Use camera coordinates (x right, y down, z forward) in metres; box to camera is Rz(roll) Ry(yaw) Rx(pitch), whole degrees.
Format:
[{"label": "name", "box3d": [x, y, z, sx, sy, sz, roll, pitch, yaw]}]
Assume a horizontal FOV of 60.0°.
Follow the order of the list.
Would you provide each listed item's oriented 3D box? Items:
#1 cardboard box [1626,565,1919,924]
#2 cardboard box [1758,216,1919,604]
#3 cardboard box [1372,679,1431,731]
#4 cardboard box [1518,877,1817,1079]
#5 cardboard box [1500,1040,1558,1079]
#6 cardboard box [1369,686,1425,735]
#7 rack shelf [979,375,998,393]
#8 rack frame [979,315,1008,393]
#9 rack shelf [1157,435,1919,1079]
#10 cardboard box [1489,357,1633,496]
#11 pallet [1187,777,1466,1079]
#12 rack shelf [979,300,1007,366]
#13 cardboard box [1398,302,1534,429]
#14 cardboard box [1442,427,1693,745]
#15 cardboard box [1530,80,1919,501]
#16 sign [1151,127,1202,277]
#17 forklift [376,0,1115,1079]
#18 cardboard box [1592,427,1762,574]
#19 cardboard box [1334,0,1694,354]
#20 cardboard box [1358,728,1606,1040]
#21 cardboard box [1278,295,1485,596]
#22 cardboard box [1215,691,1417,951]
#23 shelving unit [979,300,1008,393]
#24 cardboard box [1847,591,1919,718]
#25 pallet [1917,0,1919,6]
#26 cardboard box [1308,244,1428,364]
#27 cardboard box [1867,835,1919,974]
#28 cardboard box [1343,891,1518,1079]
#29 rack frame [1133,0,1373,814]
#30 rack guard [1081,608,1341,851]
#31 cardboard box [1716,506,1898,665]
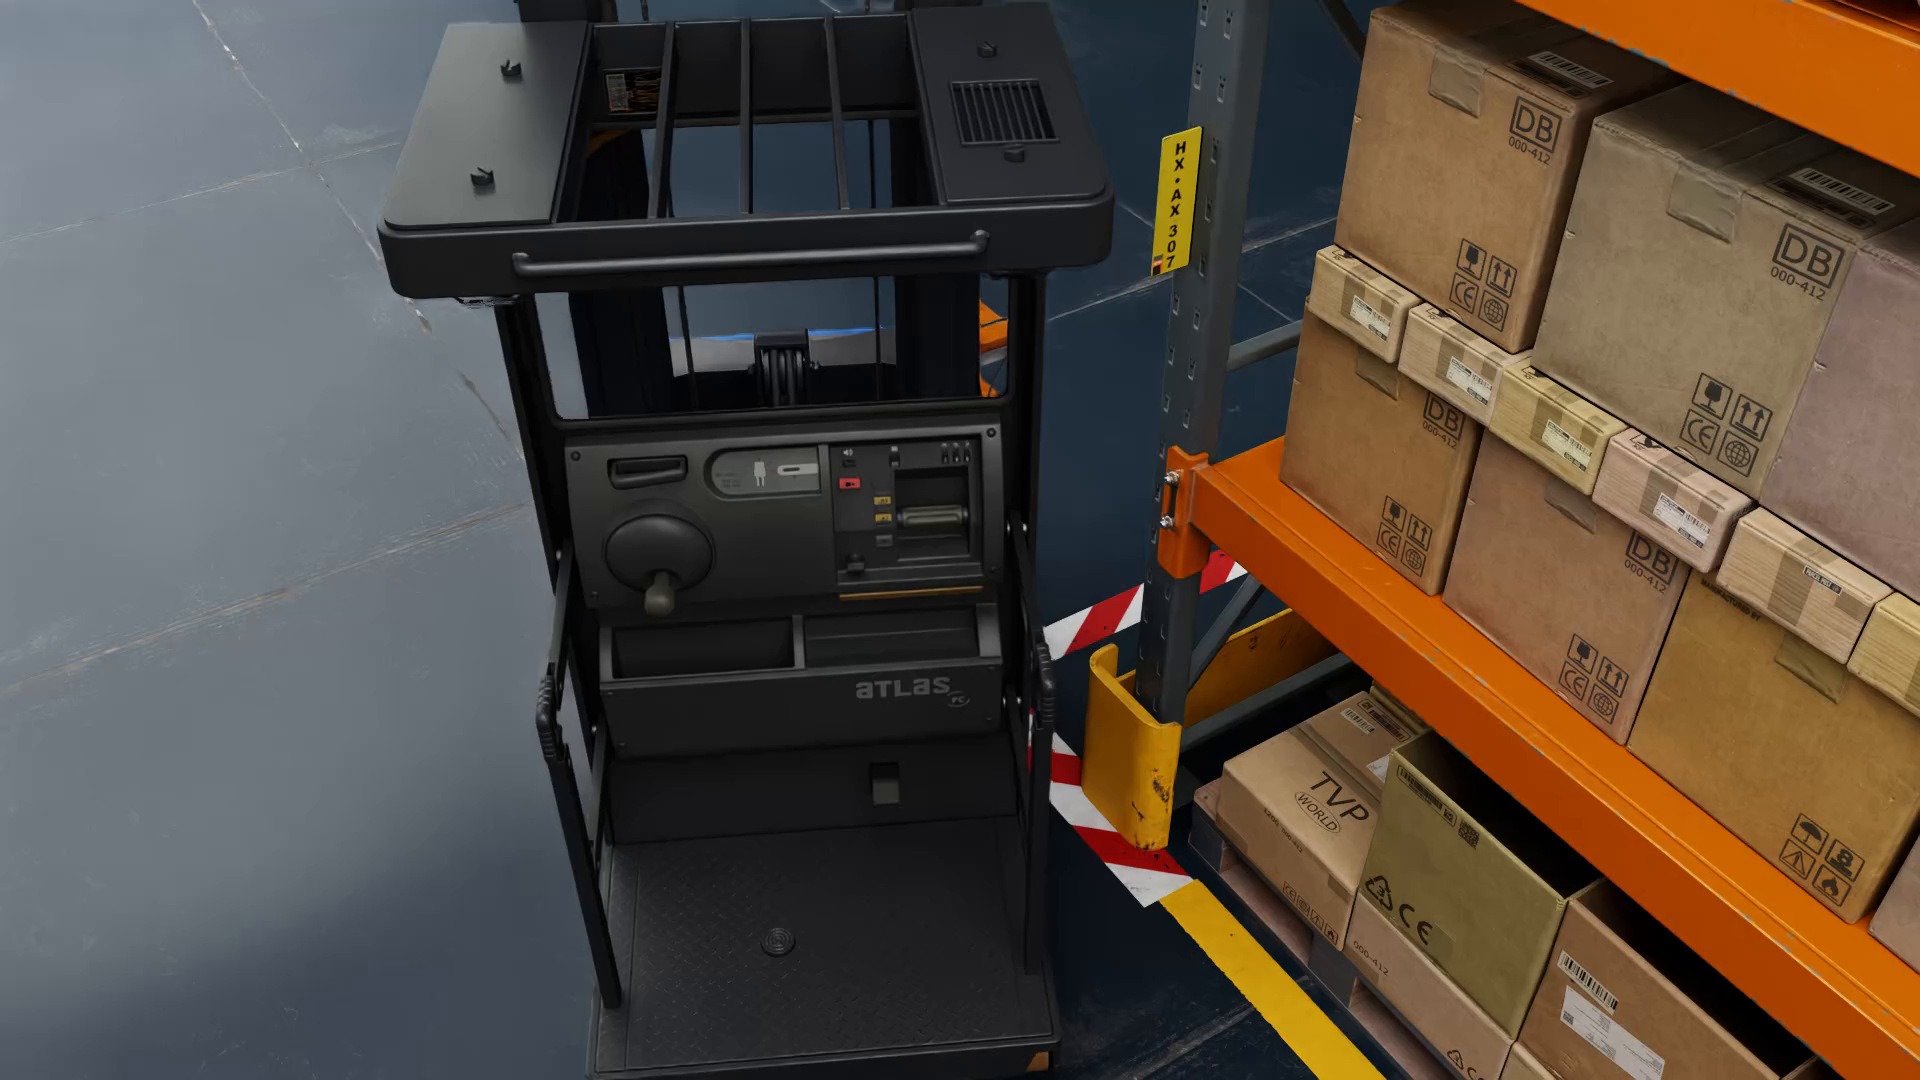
[{"label": "cardboard box", "box3d": [1.717, 0.231, 3.051, 0.700, 0.500, 0.500, -22, 45, -24]}, {"label": "cardboard box", "box3d": [1.756, -0.237, 2.599, 0.700, 0.500, 0.500, -22, 45, -24]}, {"label": "cardboard box", "box3d": [1.468, 0.255, 4.334, 0.500, 0.500, 0.500, -22, 45, -24]}, {"label": "cardboard box", "box3d": [1.579, 0.969, 3.478, 0.500, 0.500, 0.500, -22, 45, -24]}, {"label": "cardboard box", "box3d": [1.570, 1.261, 3.713, 0.500, 0.250, 0.500, -22, 45, -24]}, {"label": "cardboard box", "box3d": [1.466, 0.544, 4.574, 0.500, 0.250, 0.500, -22, 45, -24]}, {"label": "rack shelf", "box3d": [0.029, -0.366, 5.386, 0.215, 0.259, 0.240, -22, 45, -24]}, {"label": "rack frame", "box3d": [0.094, -0.309, 5.300, 0.200, 1.050, 0.008, -22, 45, -24]}, {"label": "rack shelf", "box3d": [2.004, 0.817, 2.988, 1.077, 0.370, 4.000, -22, 45, -24]}, {"label": "cardboard box", "box3d": [1.235, -0.264, 3.138, 0.380, 0.149, 0.250, -22, 45, -24]}, {"label": "pallet", "box3d": [1.375, 0.931, 4.468, 1.003, 0.211, 1.213, -22, 45, -24]}, {"label": "rack shelf", "box3d": [0.029, -0.584, 5.204, 0.215, 0.259, 0.240, -22, 45, -24]}, {"label": "cardboard box", "box3d": [1.102, -0.399, 3.300, 0.380, 0.149, 0.250, -23, 45, -25]}, {"label": "cardboard box", "box3d": [1.455, -0.039, 3.375, 0.700, 0.500, 0.500, -21, 44, -23]}, {"label": "cardboard box", "box3d": [1.485, -0.508, 2.925, 0.700, 0.500, 0.500, -23, 45, -25]}, {"label": "sign", "box3d": [0.457, -0.714, 3.525, 0.100, 0.325, 0.005, -22, 45, -24]}, {"label": "forklift", "box3d": [-0.347, 0.027, 3.427, 1.130, 2.935, 3.031, -4, 40, -4]}, {"label": "cardboard box", "box3d": [1.369, -0.127, 2.974, 0.380, 0.149, 0.250, -23, 45, -25]}, {"label": "cardboard box", "box3d": [1.197, -0.790, 3.264, 0.700, 0.500, 0.500, -22, 45, -24]}, {"label": "cardboard box", "box3d": [1.300, 0.704, 3.796, 0.500, 0.500, 0.500, -22, 45, -24]}, {"label": "cardboard box", "box3d": [1.169, -0.321, 3.713, 0.700, 0.500, 0.500, -22, 45, -24]}, {"label": "cardboard box", "box3d": [1.029, 0.723, 4.360, 0.500, 0.250, 0.500, -22, 45, -24]}, {"label": "shelving unit", "box3d": [0.029, -0.374, 5.379, 0.215, 1.050, 0.252, -22, 45, -24]}, {"label": "cardboard box", "box3d": [1.652, 0.154, 2.637, 0.380, 0.149, 0.250, -23, 45, -25]}, {"label": "pallet", "box3d": [1.947, -0.607, 1.861, 1.003, 0.211, 1.213, -22, 45, -24]}, {"label": "cardboard box", "box3d": [0.958, -0.540, 3.470, 0.380, 0.149, 0.250, -23, 45, -25]}, {"label": "cardboard box", "box3d": [2.004, 0.514, 2.712, 0.700, 0.500, 0.500, -21, 44, -23]}, {"label": "cardboard box", "box3d": [1.301, 0.991, 4.037, 0.500, 0.250, 0.500, -22, 45, -24]}, {"label": "rack frame", "box3d": [0.929, -0.539, 4.053, 1.000, 3.000, 0.127, -22, 45, -24]}, {"label": "rack guard", "box3d": [0.916, 0.409, 4.869, 1.175, 0.500, 0.348, -22, 45, -24]}, {"label": "cardboard box", "box3d": [1.514, 0.016, 2.802, 0.380, 0.149, 0.250, -24, 45, -26]}]
